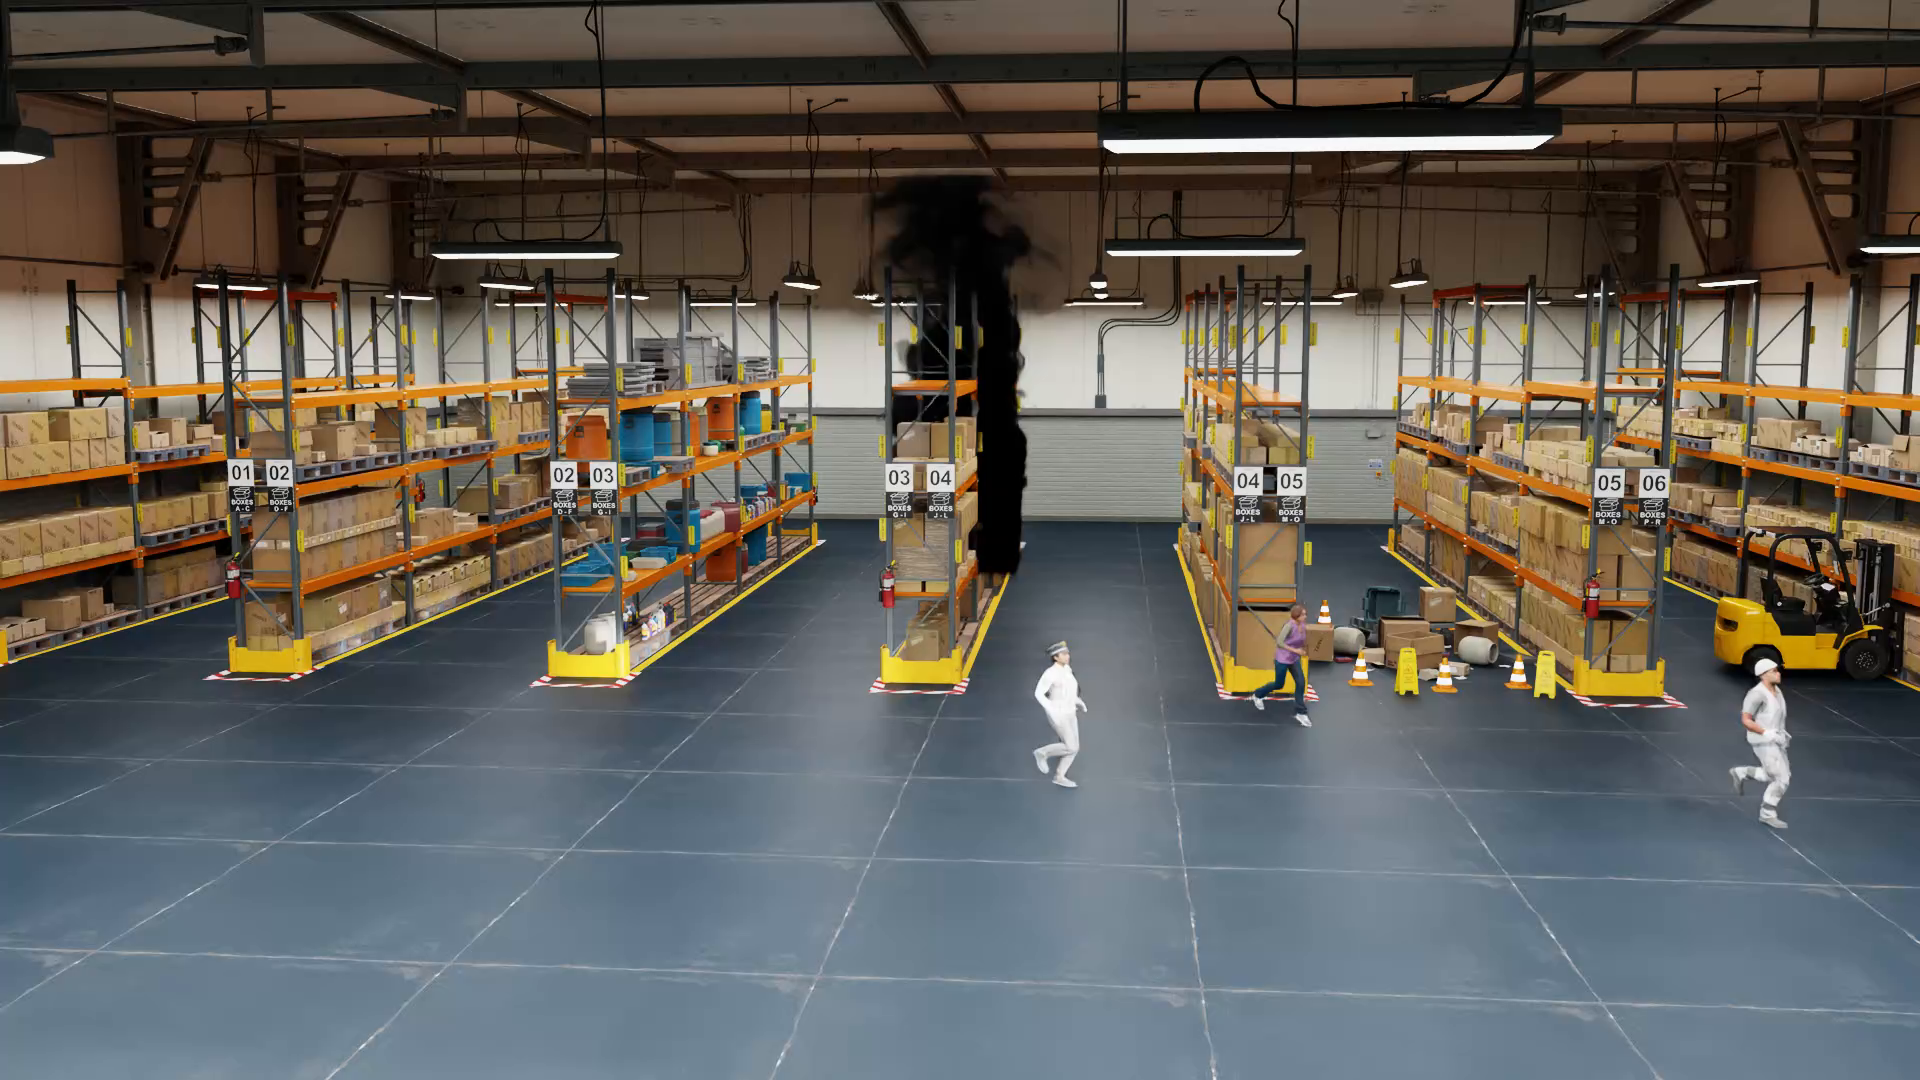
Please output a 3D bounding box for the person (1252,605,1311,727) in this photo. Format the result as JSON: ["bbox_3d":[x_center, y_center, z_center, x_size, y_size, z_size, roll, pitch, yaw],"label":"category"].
[{"bbox_3d":[4.253,1.596,21.797,0.578,1.569,0.952,-7,10,-44],"label":"person"}]

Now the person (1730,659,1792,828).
[{"bbox_3d":[8.303,2.077,17.239,0.669,1.726,0.671,-6,9,-43],"label":"person"}]

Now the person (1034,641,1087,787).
[{"bbox_3d":[1.127,1.941,18.634,0.544,1.644,0.631,5,9,36],"label":"person"}]
